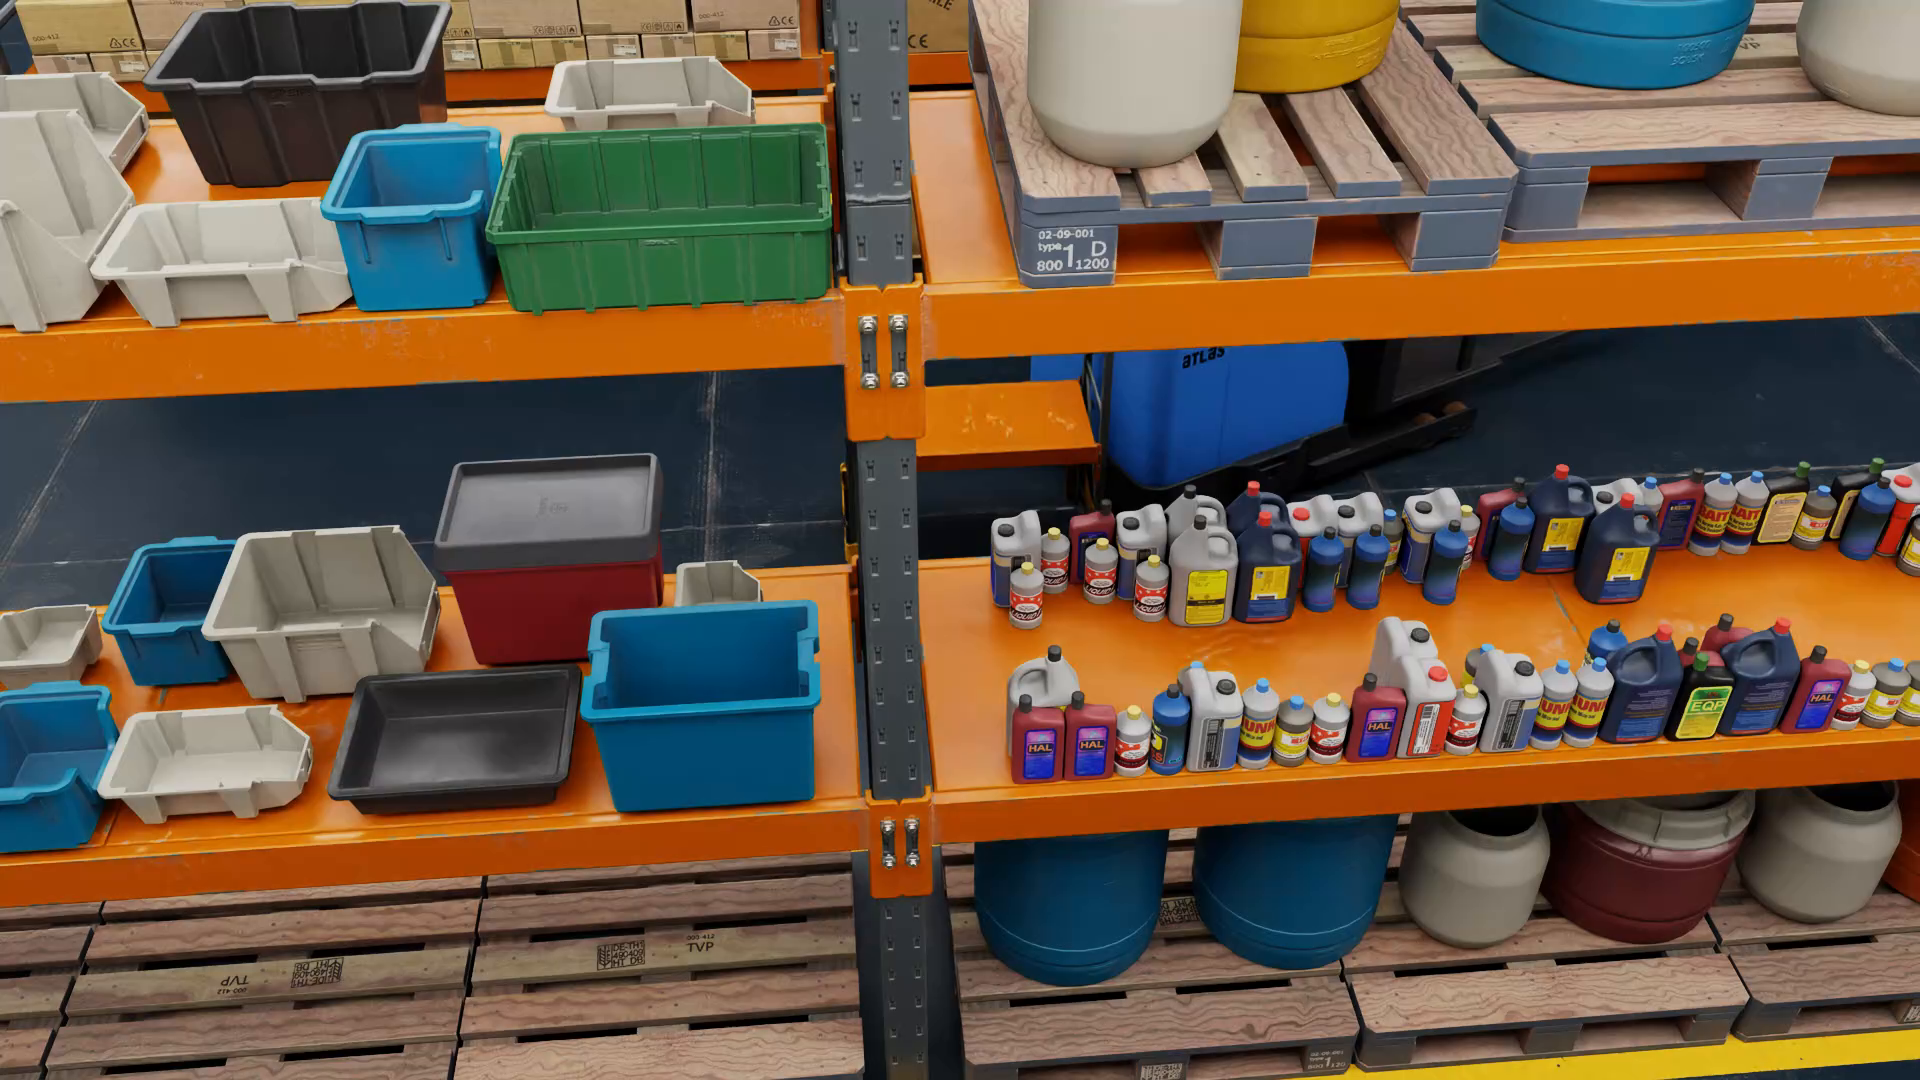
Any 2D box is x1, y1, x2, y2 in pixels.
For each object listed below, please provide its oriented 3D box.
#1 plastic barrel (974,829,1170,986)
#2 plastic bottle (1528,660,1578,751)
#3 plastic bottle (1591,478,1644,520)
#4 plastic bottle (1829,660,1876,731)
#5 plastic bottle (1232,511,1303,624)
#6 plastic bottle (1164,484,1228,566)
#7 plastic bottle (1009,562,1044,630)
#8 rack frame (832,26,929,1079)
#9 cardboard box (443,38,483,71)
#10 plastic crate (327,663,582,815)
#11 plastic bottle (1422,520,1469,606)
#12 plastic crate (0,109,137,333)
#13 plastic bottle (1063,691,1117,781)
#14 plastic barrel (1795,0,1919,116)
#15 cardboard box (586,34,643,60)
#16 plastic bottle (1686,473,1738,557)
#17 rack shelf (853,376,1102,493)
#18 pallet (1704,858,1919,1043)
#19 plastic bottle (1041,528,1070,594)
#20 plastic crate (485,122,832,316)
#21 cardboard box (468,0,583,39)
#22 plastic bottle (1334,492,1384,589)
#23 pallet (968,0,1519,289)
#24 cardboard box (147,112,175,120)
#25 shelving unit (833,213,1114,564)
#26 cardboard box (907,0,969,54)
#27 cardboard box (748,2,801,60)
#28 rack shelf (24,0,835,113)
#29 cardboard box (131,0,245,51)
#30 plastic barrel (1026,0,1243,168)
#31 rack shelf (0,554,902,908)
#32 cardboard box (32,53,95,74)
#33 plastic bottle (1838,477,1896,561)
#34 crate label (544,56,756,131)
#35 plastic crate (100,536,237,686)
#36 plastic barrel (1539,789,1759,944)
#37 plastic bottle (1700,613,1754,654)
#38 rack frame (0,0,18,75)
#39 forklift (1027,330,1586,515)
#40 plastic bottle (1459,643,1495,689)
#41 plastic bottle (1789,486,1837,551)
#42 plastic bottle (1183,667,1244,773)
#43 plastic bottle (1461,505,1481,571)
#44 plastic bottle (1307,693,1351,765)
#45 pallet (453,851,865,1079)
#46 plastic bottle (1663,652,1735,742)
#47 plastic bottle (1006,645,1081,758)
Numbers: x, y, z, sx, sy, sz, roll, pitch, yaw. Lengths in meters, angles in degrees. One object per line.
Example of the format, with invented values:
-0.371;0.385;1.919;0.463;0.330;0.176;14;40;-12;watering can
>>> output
0.342;0.859;5.095;0.708;0.901;0.600;-3;38;-4;plastic barrel
1.564;0.427;4.392;0.097;0.271;0.097;0;38;0;plastic bottle
1.942;-0.051;4.993;0.135;0.276;0.152;-3;38;-4;plastic bottle
2.392;0.409;4.471;0.097;0.201;0.097;0;38;0;plastic bottle
0.882;0.065;4.785;0.185;0.351;0.144;-3;38;-4;plastic bottle
0.685;-0.014;4.885;0.185;0.351;0.144;-3;38;-4;plastic bottle
0.192;0.152;4.796;0.097;0.201;0.097;0;38;0;plastic bottle
-0.202;0.219;4.550;0.127;3.000;1.000;-3;38;-4;rack frame
-2.449;-2.435;8.117;0.250;0.149;0.380;-3;38;-3;cardboard box
-1.293;0.531;4.329;0.590;0.125;0.437;-3;38;-4;plastic crate
1.423;0.057;4.860;0.097;0.271;0.097;0;38;0;plastic bottle
-1.951;-0.623;3.292;0.530;0.282;0.437;-3;38;-4;plastic crate
0.334;0.501;4.288;0.133;0.283;0.061;-3;38;-4;plastic bottle
2.030;-1.206;3.486;0.433;0.535;0.433;0;38;0;plastic barrel
-1.683;-2.477;8.170;0.250;0.149;0.380;-2;38;-3;cardboard box
2.285;-0.085;5.040;0.097;0.271;0.097;0;38;0;plastic bottle
0.050;-0.439;6.886;1.000;0.185;0.538;-3;38;-4;rack shelf
3.001;1.164;5.605;1.213;0.211;1.003;-3;38;-4;pallet
0.275;0.053;4.921;0.097;0.201;0.097;0;38;0;plastic bottle
-0.597;-0.665;3.421;0.662;0.188;0.450;-3;38;-4;plastic crate
-2.080;-2.650;8.068;0.500;0.250;0.500;-2;38;-3;cardboard box
1.163;-0.008;4.939;0.135;0.276;0.152;-3;38;-4;plastic bottle
0.571;-0.987;3.811;1.003;0.211;1.213;-3;38;-4;pallet
-3.994;-2.032;8.780;0.875;0.875;0.875;-3;38;-4;cardboard box
0.041;-0.580;6.774;1.083;1.500;0.587;-3;38;-4;shelving unit
-0.160;-2.747;8.229;0.500;0.500;0.500;-3;38;-4;cardboard box
-0.915;-2.519;8.224;0.250;0.149;0.380;-3;38;-4;cardboard box
-2.632;-2.444;8.507;4.000;0.370;1.077;-3;38;-4;rack shelf
-3.605;-2.567;7.963;0.500;0.250;0.500;-4;38;-5;cardboard box
0.345;-1.051;3.290;0.433;0.535;0.433;0;38;0;plastic barrel
-2.194;0.612;4.634;4.000;0.370;1.077;-3;38;-4;rack shelf
-4.242;-2.334;7.990;0.250;0.149;0.380;-3;38;-3;cardboard box
2.750;-0.073;5.025;0.097;0.271;0.097;0;38;0;plastic bottle
-0.715;-1.006;3.895;0.466;0.136;0.293;-3;38;-4;crate label
-2.163;0.210;4.649;0.300;0.233;0.416;-3;38;-4;plastic crate
2.172;0.881;5.319;0.708;0.588;0.600;-3;38;-4;plastic barrel
2.082;0.315;4.523;0.133;0.283;0.061;-3;38;-4;plastic bottle
-4.625;-2.617;8.145;0.127;3.000;1.000;-3;38;-4;rack frame
1.845;-1.842;7.218;3.031;2.935;1.130;-20;42;-23;forklift
1.417;0.368;4.523;0.097;0.201;0.097;0;38;0;plastic bottle
2.611;-0.076;5.085;0.097;0.201;0.097;0;38;0;plastic bottle
0.658;0.458;4.348;0.135;0.276;0.152;-3;38;-4;plastic bottle
1.507;-0.015;5.007;0.097;0.201;0.097;0;38;0;plastic bottle
0.970;0.487;4.372;0.097;0.201;0.097;0;38;0;plastic bottle
-0.931;1.378;5.333;1.213;0.211;1.003;-3;38;-4;pallet
1.962;0.411;4.401;0.133;0.283;0.061;-3;38;-4;plastic bottle
0.218;0.417;4.339;0.185;0.351;0.144;-3;38;-4;plastic bottle
